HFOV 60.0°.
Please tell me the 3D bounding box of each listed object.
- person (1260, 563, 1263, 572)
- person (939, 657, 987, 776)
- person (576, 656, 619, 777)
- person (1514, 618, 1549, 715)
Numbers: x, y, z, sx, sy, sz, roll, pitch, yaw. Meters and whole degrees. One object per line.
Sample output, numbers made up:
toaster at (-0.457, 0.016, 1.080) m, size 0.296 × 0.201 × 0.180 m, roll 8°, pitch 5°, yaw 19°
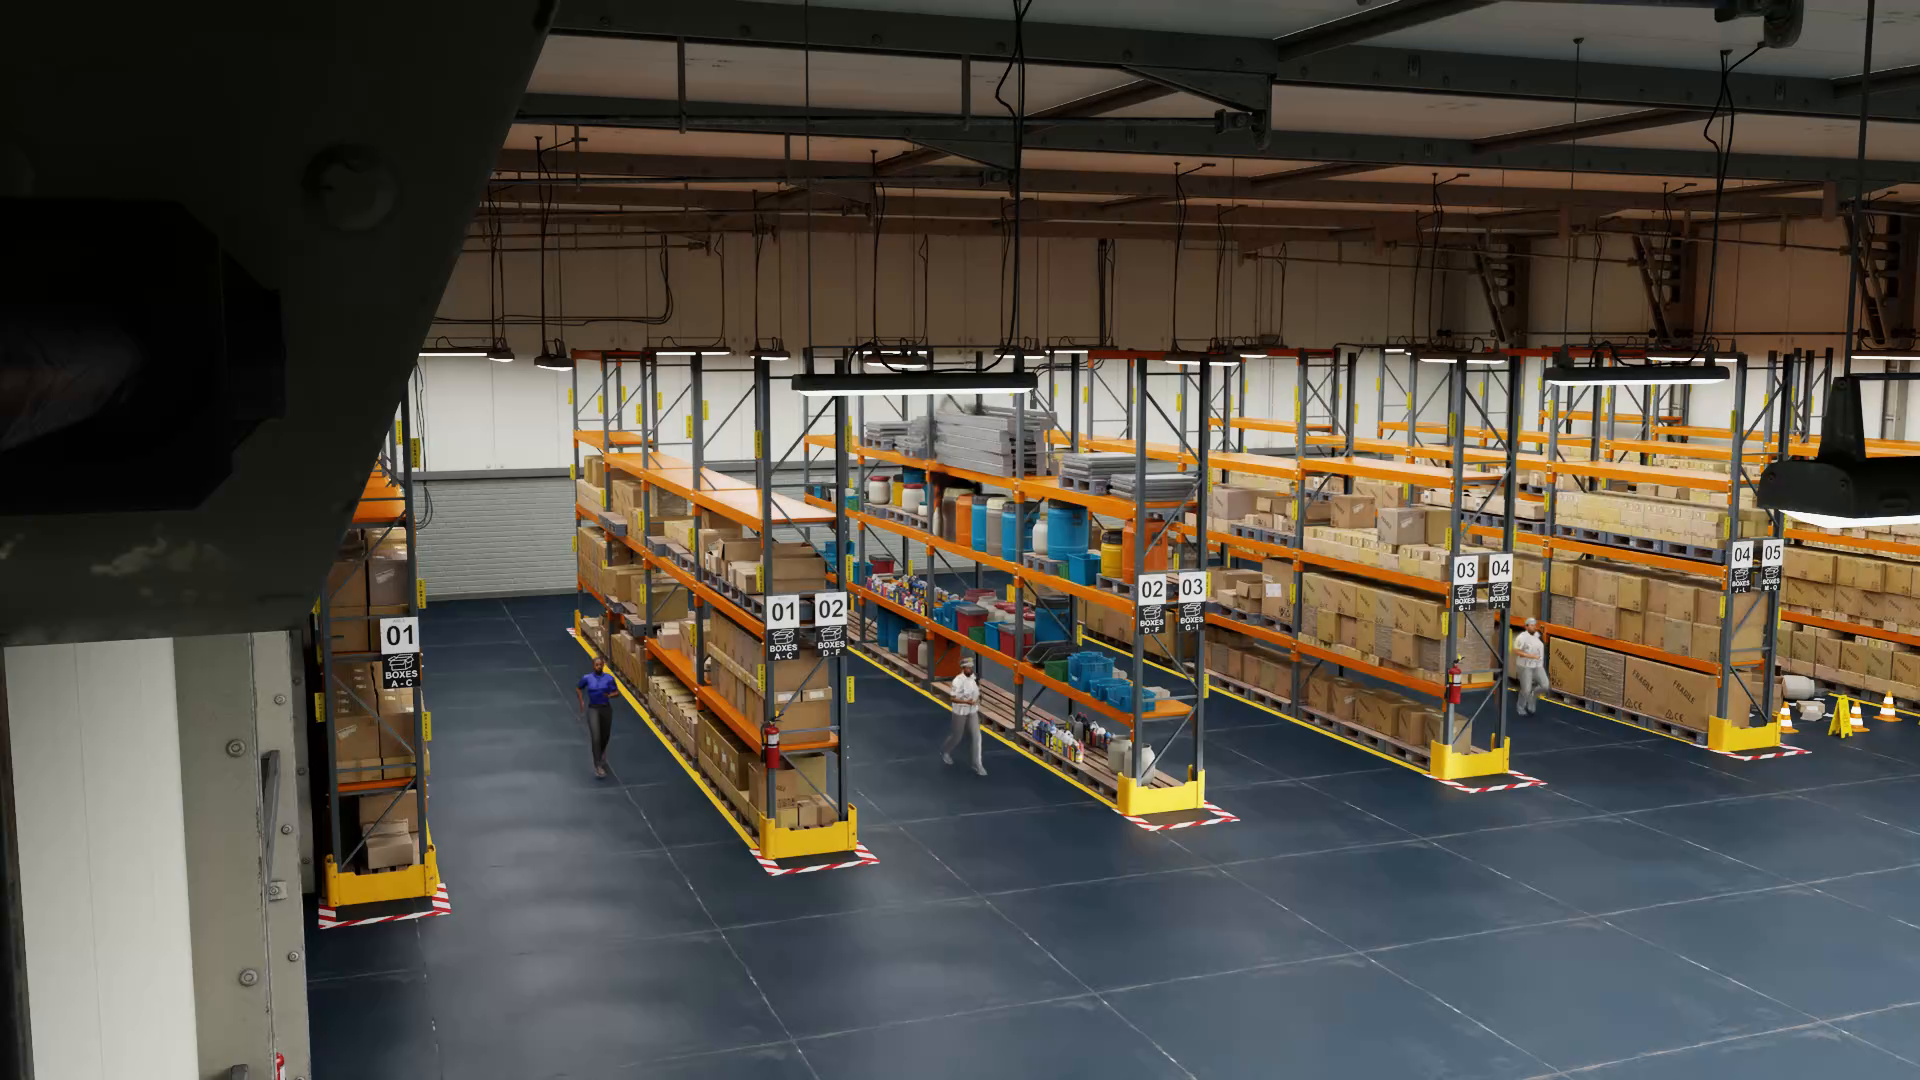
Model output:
person at (7.773, 0.227, 42.169) m, size 0.854 × 1.712 × 0.605 m, roll -4°, pitch 8°, yaw -30°
person at (0.048, 2.503, 24.053) m, size 0.549 × 1.696 × 0.924 m, roll -5°, pitch 9°, yaw -37°
person at (-5.220, 2.506, 24.052) m, size 0.570 × 1.658 × 0.929 m, roll -3°, pitch 8°, yaw -23°
person at (9.457, 2.105, 27.495) m, size 0.661 × 1.626 × 0.551 m, roll -3°, pitch 8°, yaw -20°
